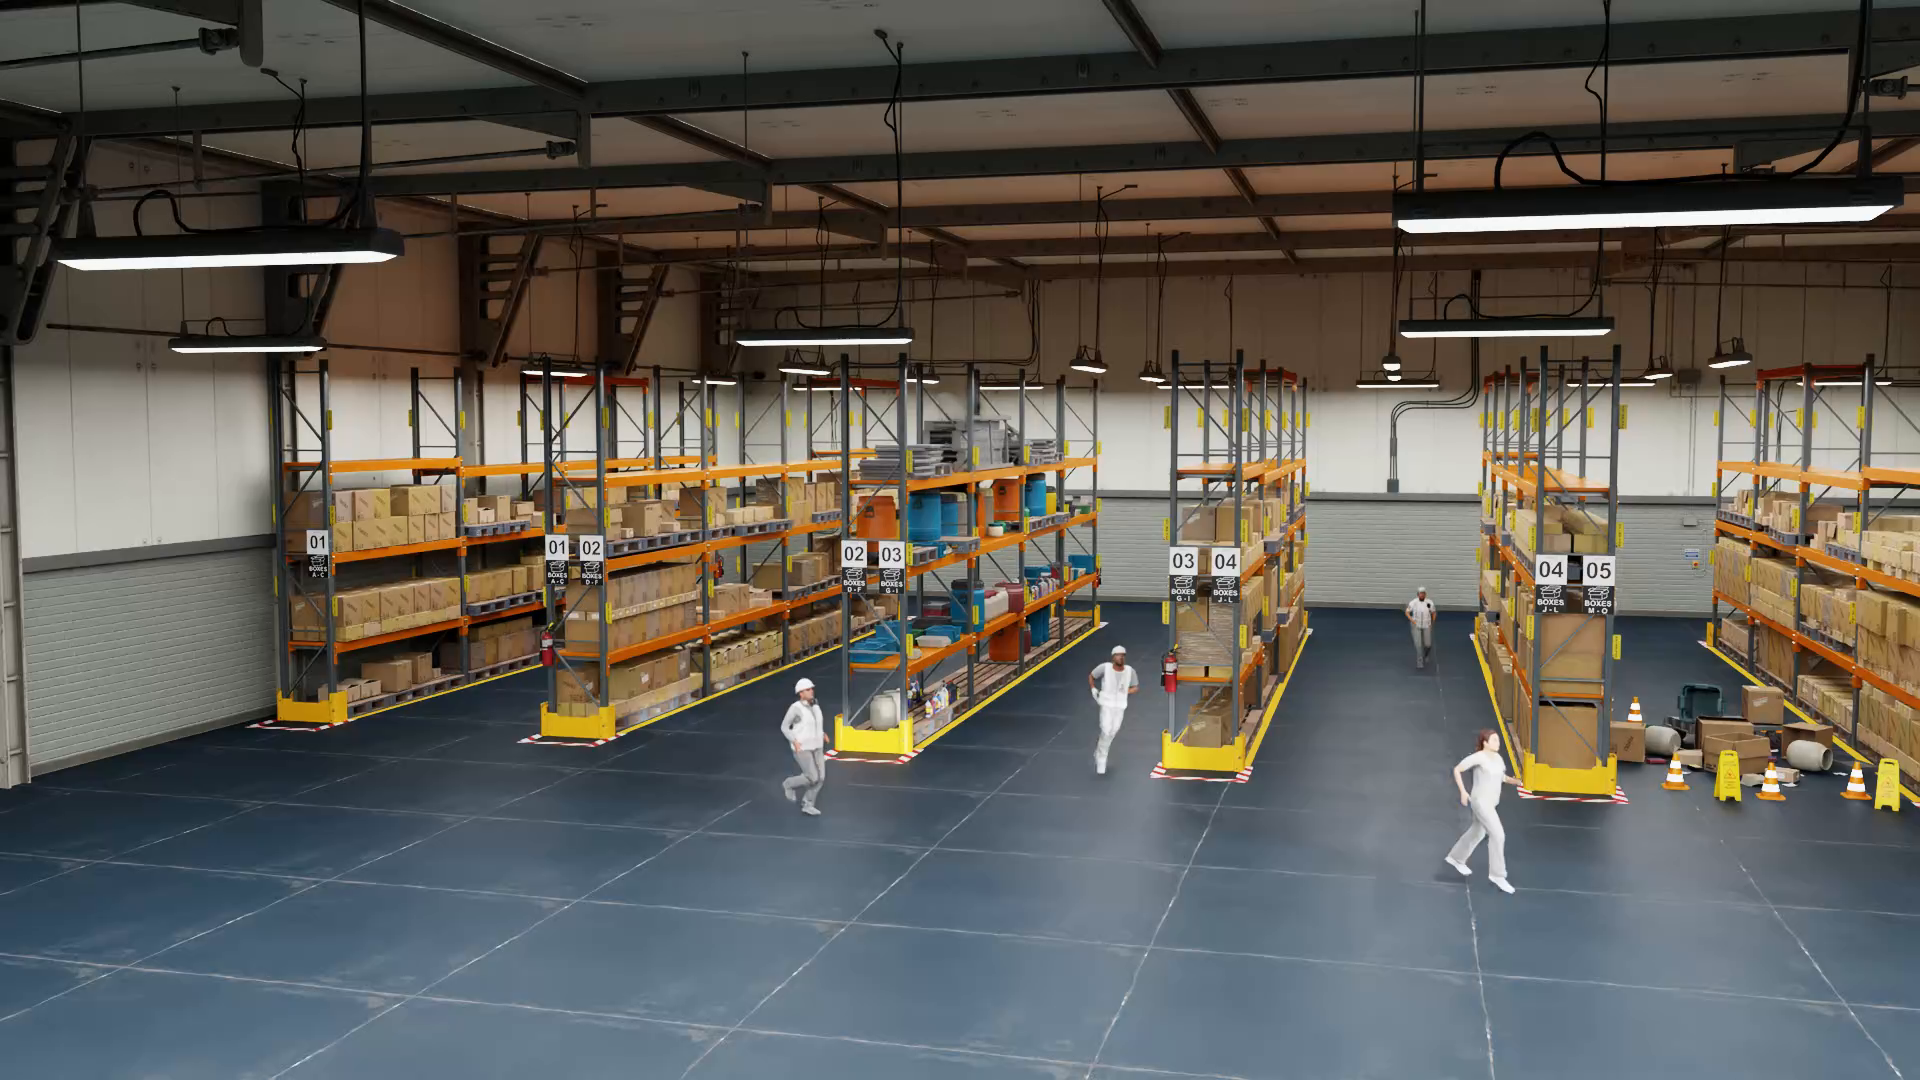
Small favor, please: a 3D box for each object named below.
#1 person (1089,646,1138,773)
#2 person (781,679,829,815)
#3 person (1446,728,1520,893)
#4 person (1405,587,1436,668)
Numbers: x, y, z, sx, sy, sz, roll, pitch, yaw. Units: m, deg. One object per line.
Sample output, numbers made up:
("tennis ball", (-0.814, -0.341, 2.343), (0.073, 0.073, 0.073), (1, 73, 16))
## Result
("person", (2.212, 2.421, 23.928), (0.662, 1.829, 0.697), (-1, 4, -14))
("person", (-1.960, 2.627, 21.172), (0.585, 1.733, 0.660), (3, 5, 39))
("person", (5.620, 2.868, 17.906), (0.535, 1.714, 0.857), (-4, 6, -44))
("person", (9.338, 1.768, 33.695), (0.611, 1.631, 0.545), (1, 4, 11))
